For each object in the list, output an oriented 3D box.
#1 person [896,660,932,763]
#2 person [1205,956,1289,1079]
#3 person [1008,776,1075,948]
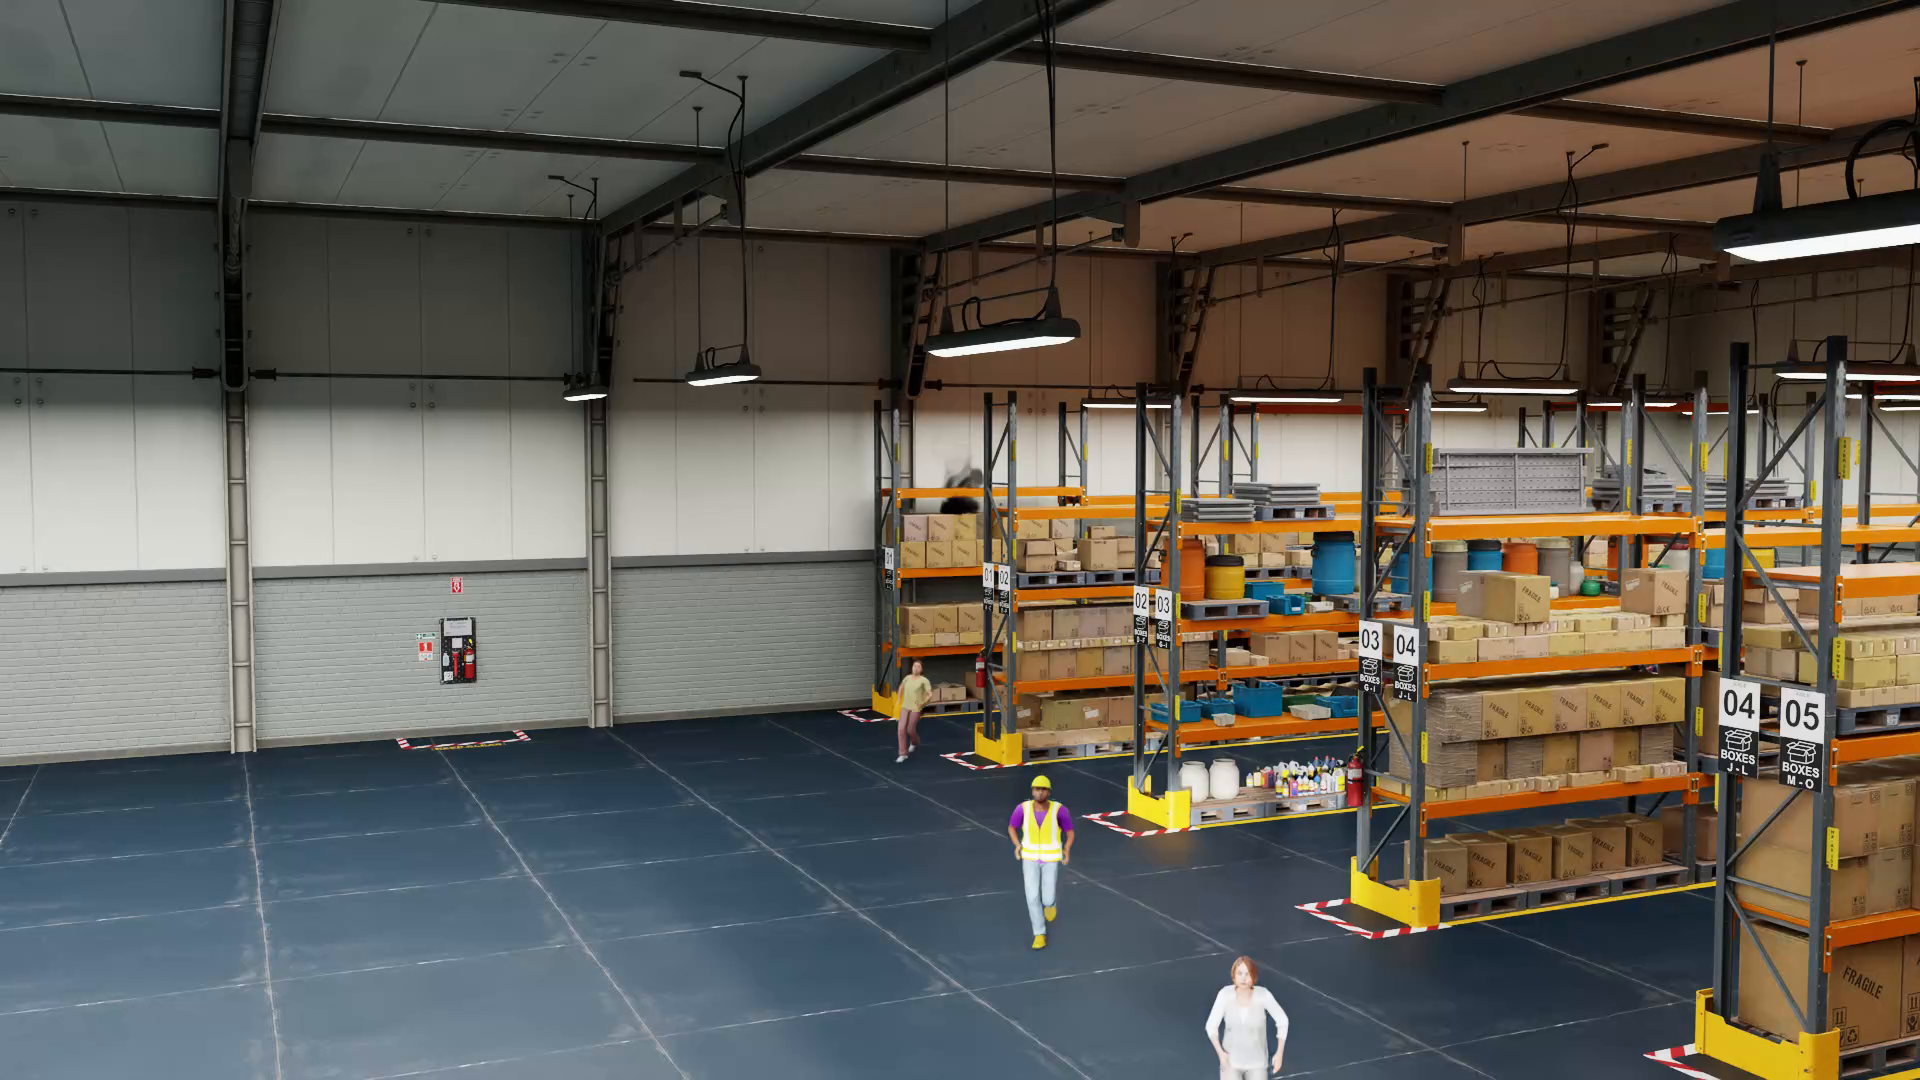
[{"bbox_3d":[-0.767,2.789,27.170,0.626,1.627,0.704,1,4,23],"label":"person"},{"bbox_3d":[2.024,3.710,11.762,0.576,1.563,0.557,1,3,13],"label":"person"},{"bbox_3d":[0.837,3.303,17.280,0.701,1.735,0.702,0,3,7],"label":"person"}]
